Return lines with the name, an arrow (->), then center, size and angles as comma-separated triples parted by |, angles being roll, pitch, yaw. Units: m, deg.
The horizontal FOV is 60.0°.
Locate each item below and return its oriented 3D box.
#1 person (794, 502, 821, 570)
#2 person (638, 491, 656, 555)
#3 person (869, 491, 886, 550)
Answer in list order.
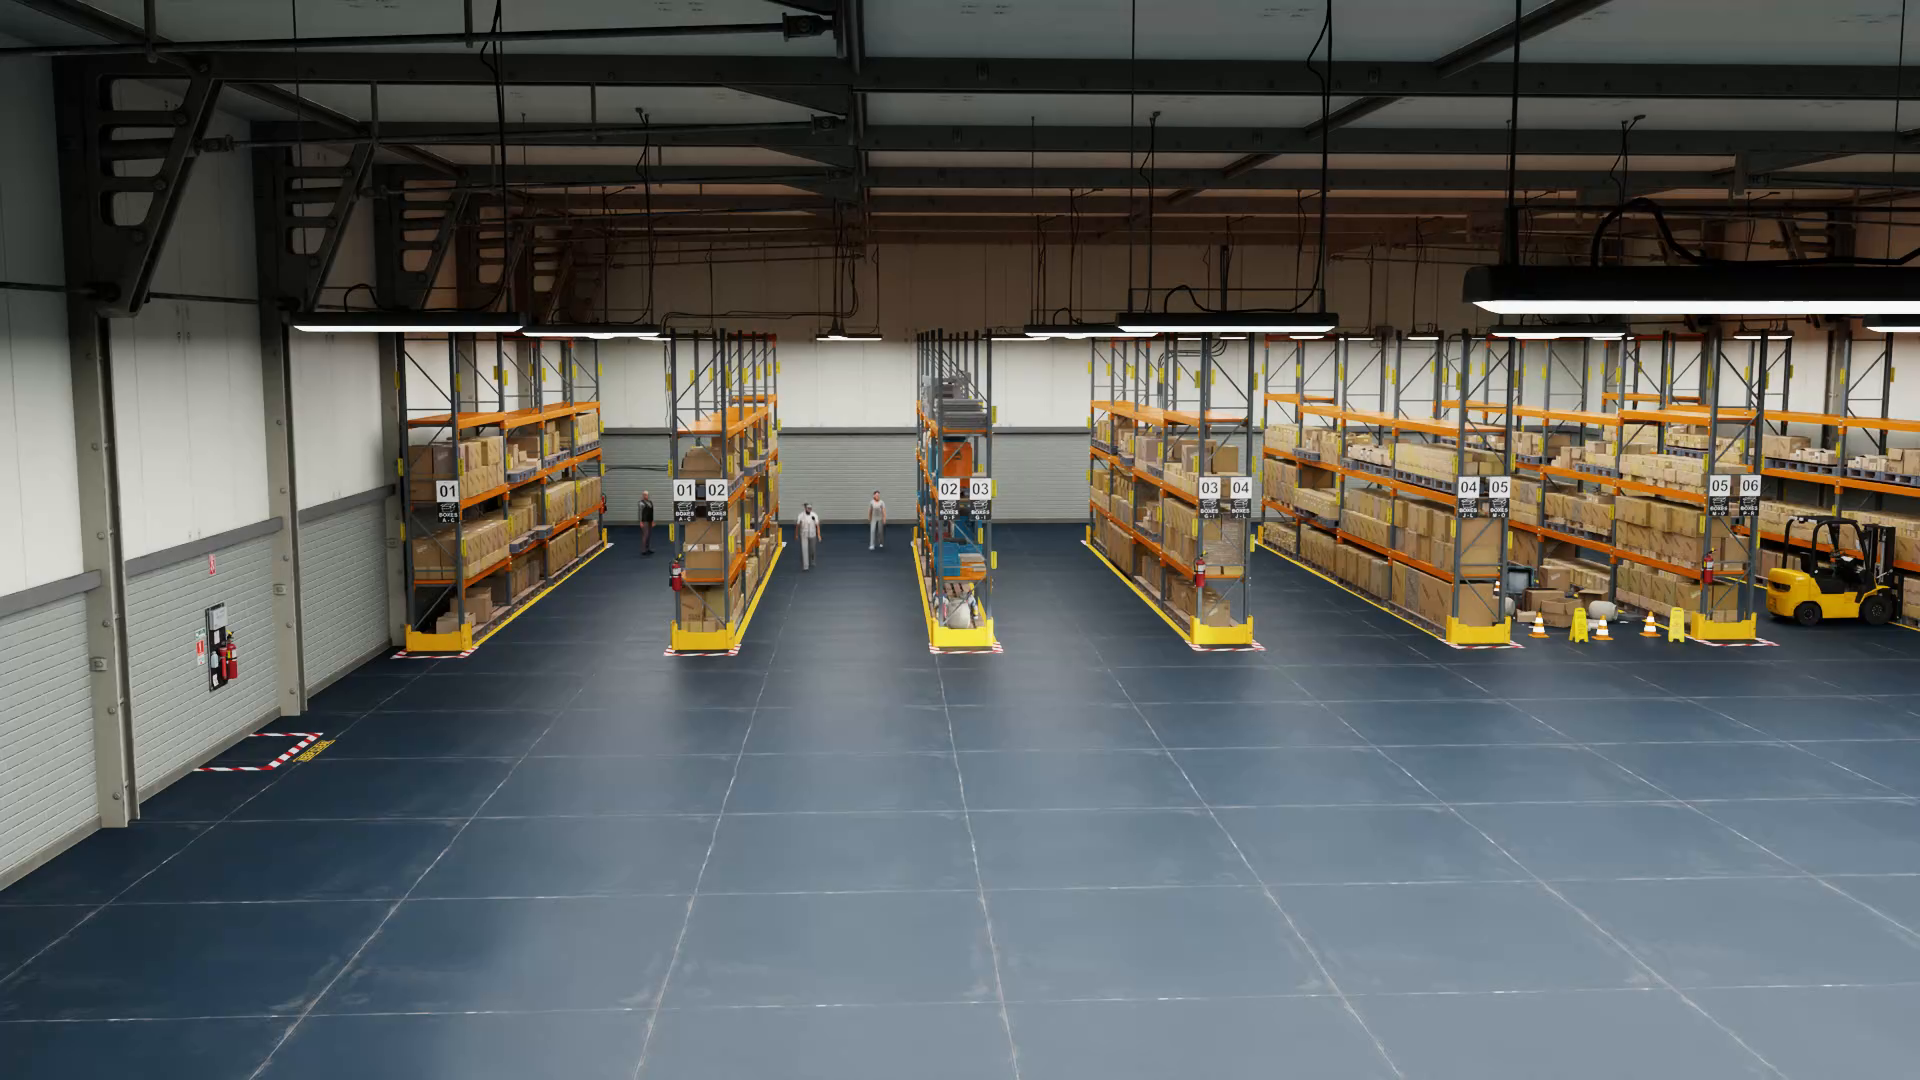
person -> -3.885, -0.116, 42.364 | 0.679, 1.713, 1.086 | -1, 7, -6
person -> -8.561, -0.469, 45.443 | 0.394, 1.748, 0.602 | 1, 7, 9
person -> -2.314, -0.558, 46.334 | 0.496, 1.619, 0.982 | 1, 7, 6
